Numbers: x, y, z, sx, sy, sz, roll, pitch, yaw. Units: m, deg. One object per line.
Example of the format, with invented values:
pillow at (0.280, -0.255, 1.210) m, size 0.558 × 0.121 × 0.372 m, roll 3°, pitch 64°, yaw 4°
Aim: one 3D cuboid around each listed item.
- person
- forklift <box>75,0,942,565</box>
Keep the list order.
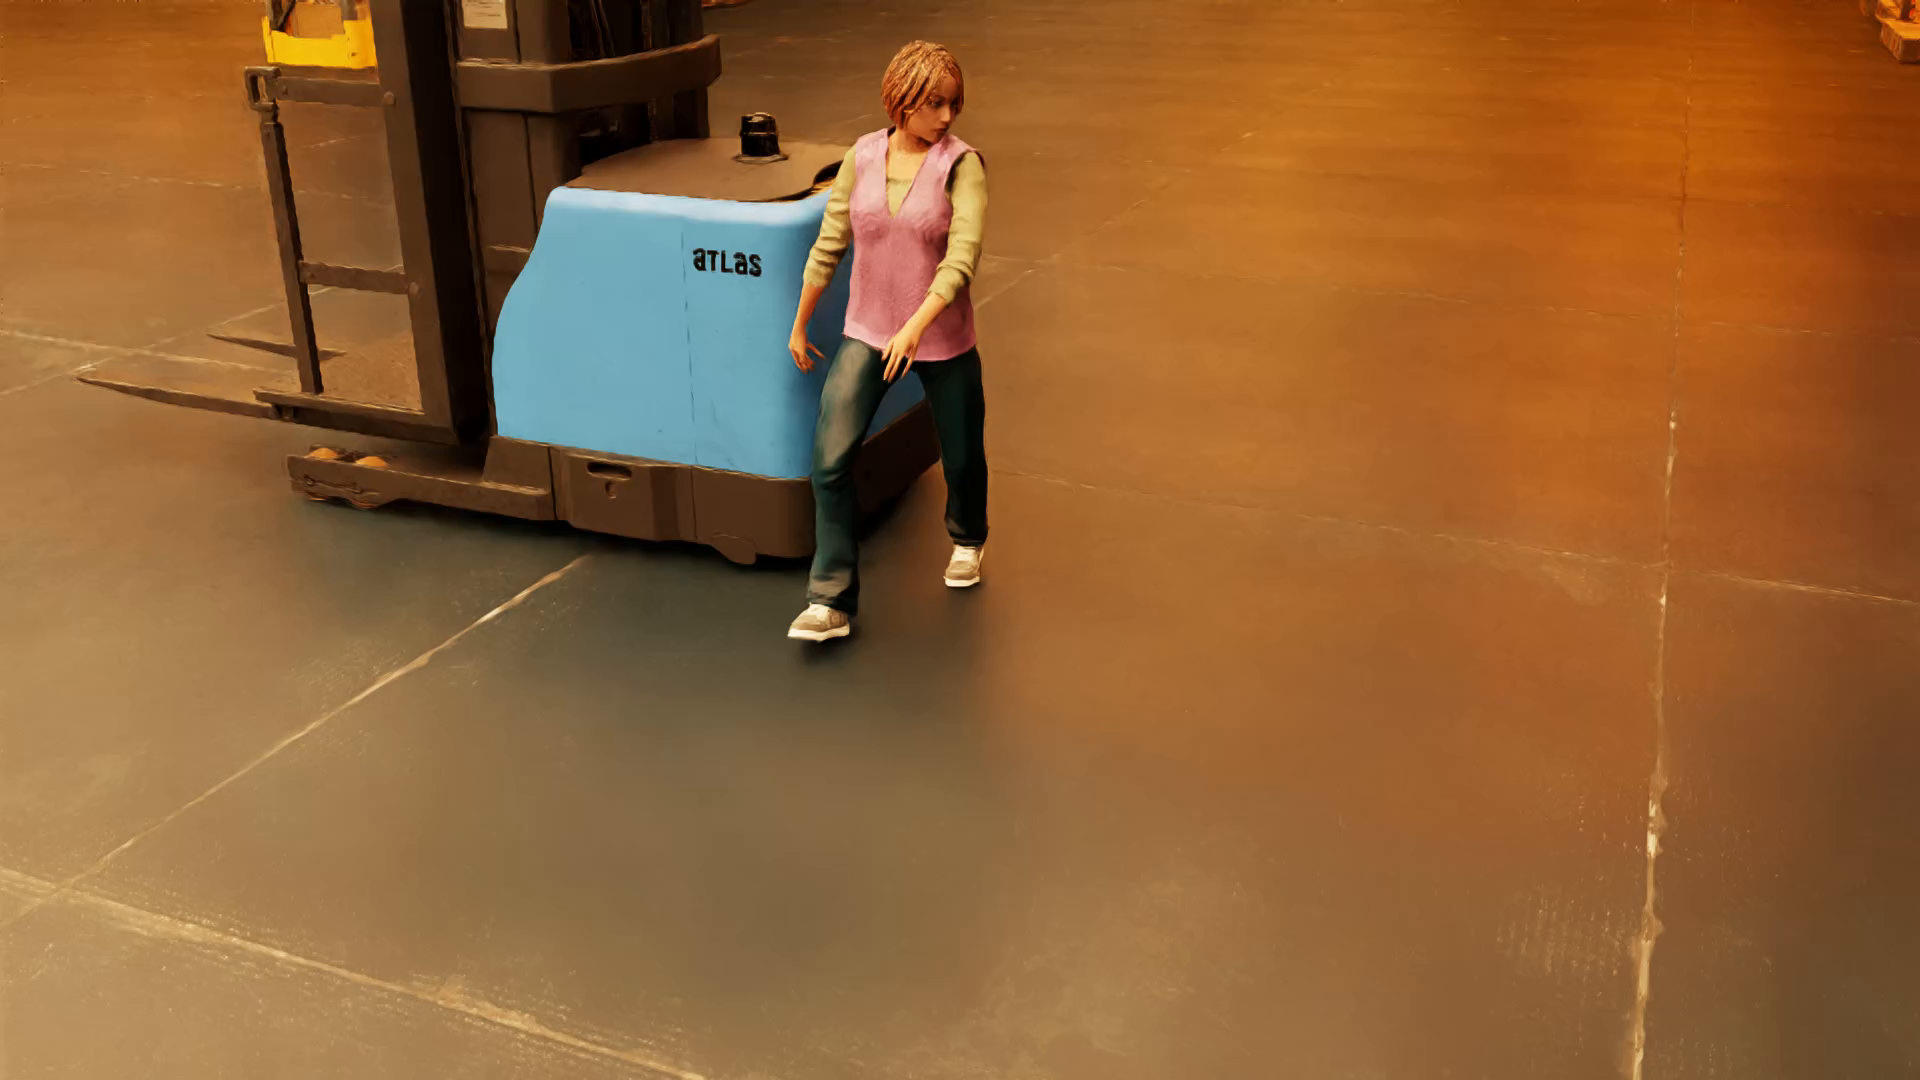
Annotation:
person at (-0.202, -0.511, 4.346) m, size 0.547 × 1.523 × 0.814 m, roll 3°, pitch 23°, yaw 7°
forklift at (-1.625, -1.629, 5.191) m, size 3.031 × 2.935 × 1.130 m, roll 9°, pitch 24°, yaw 20°
